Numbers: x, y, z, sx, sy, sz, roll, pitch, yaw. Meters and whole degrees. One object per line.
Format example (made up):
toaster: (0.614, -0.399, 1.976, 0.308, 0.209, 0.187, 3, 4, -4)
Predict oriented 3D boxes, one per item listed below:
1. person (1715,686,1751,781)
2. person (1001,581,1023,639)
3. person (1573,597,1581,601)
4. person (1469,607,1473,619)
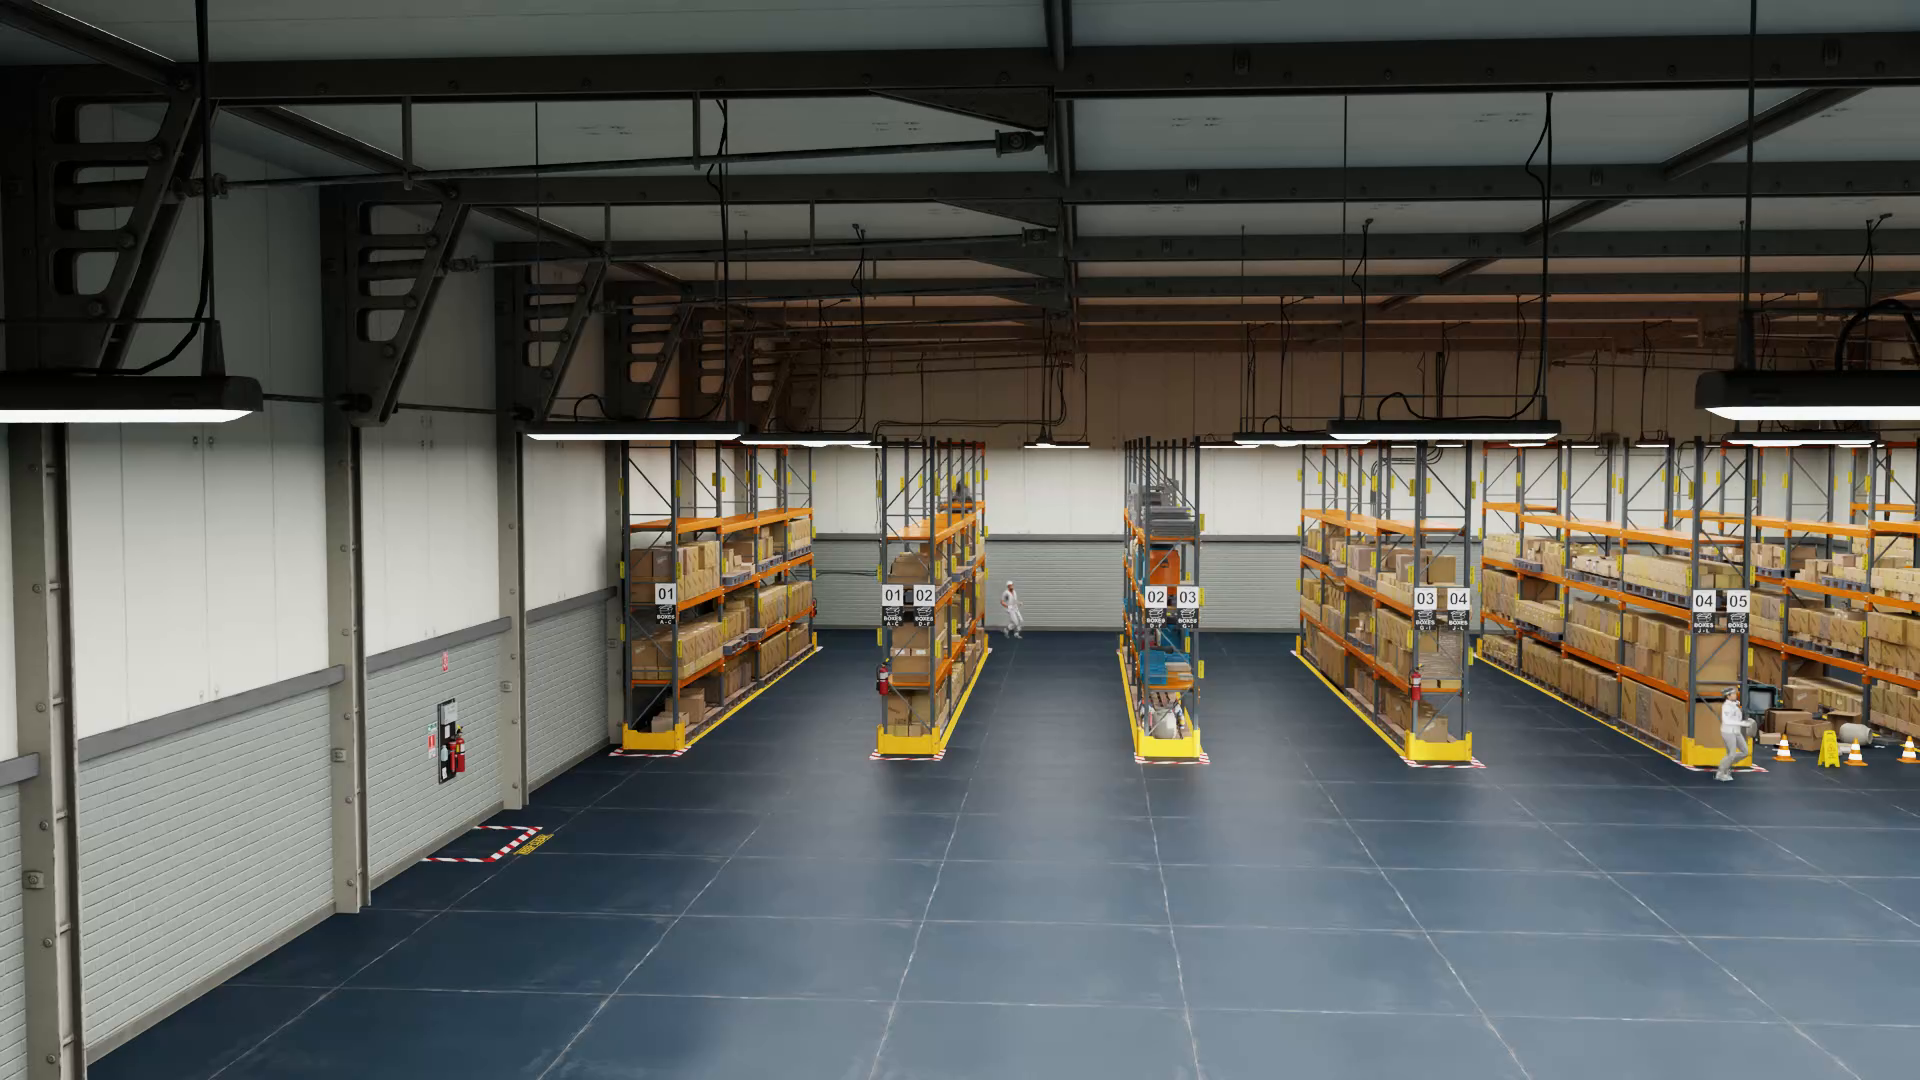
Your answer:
person: (13.391, 3.339, 28.741, 0.578, 1.658, 0.600, 3, 4, 42)
person: (1.486, 2.028, 48.161, 0.552, 1.692, 0.667, 2, 4, 37)
person: (17.726, 2.401, 47.757, 0.549, 1.557, 0.538, -1, 3, -16)
person: (14.347, 2.382, 47.659, 0.581, 1.651, 0.595, 0, 3, 4)
